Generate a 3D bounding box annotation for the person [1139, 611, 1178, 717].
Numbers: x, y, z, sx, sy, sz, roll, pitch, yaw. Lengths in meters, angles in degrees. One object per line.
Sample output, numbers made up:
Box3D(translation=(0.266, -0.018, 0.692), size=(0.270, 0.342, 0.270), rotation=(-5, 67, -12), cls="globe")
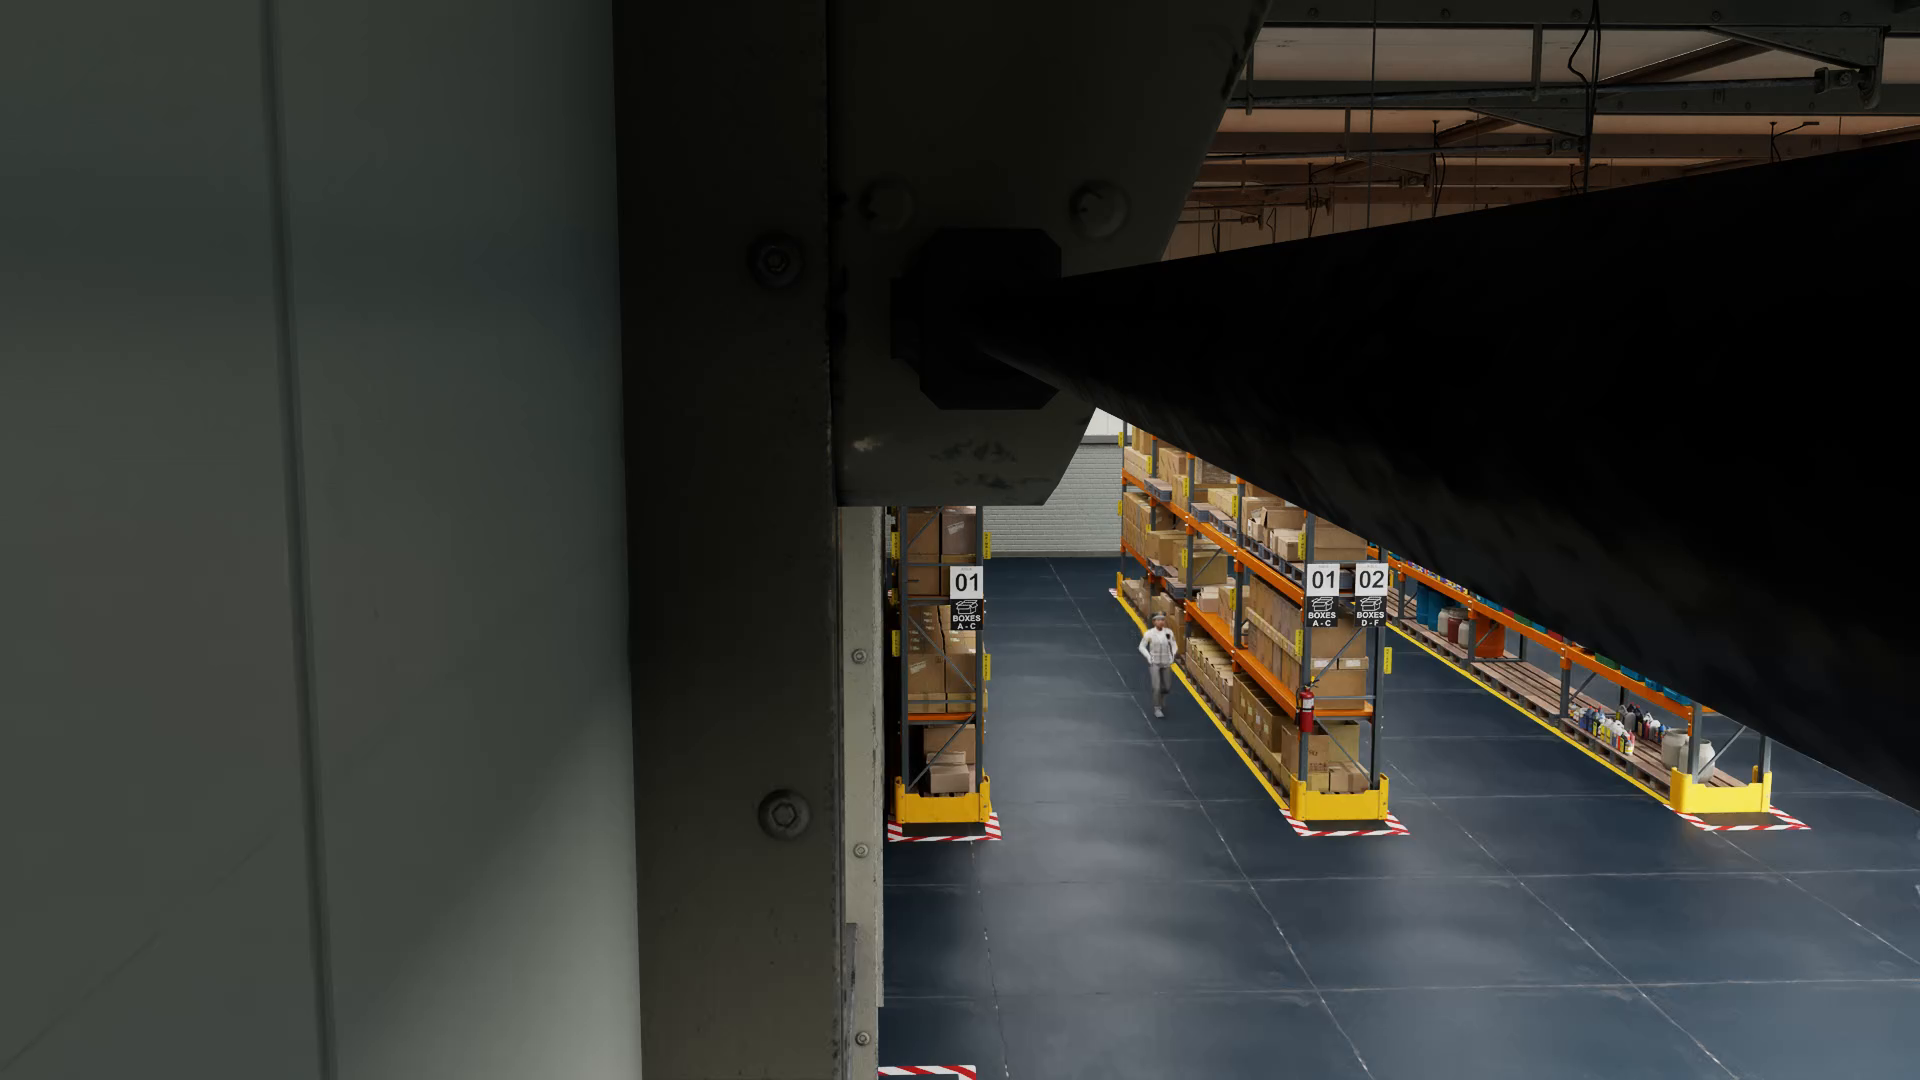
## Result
Box3D(translation=(3.078, 1.899, 25.796), size=(0.614, 1.647, 0.580), rotation=(-1, 8, -5), cls="person")
